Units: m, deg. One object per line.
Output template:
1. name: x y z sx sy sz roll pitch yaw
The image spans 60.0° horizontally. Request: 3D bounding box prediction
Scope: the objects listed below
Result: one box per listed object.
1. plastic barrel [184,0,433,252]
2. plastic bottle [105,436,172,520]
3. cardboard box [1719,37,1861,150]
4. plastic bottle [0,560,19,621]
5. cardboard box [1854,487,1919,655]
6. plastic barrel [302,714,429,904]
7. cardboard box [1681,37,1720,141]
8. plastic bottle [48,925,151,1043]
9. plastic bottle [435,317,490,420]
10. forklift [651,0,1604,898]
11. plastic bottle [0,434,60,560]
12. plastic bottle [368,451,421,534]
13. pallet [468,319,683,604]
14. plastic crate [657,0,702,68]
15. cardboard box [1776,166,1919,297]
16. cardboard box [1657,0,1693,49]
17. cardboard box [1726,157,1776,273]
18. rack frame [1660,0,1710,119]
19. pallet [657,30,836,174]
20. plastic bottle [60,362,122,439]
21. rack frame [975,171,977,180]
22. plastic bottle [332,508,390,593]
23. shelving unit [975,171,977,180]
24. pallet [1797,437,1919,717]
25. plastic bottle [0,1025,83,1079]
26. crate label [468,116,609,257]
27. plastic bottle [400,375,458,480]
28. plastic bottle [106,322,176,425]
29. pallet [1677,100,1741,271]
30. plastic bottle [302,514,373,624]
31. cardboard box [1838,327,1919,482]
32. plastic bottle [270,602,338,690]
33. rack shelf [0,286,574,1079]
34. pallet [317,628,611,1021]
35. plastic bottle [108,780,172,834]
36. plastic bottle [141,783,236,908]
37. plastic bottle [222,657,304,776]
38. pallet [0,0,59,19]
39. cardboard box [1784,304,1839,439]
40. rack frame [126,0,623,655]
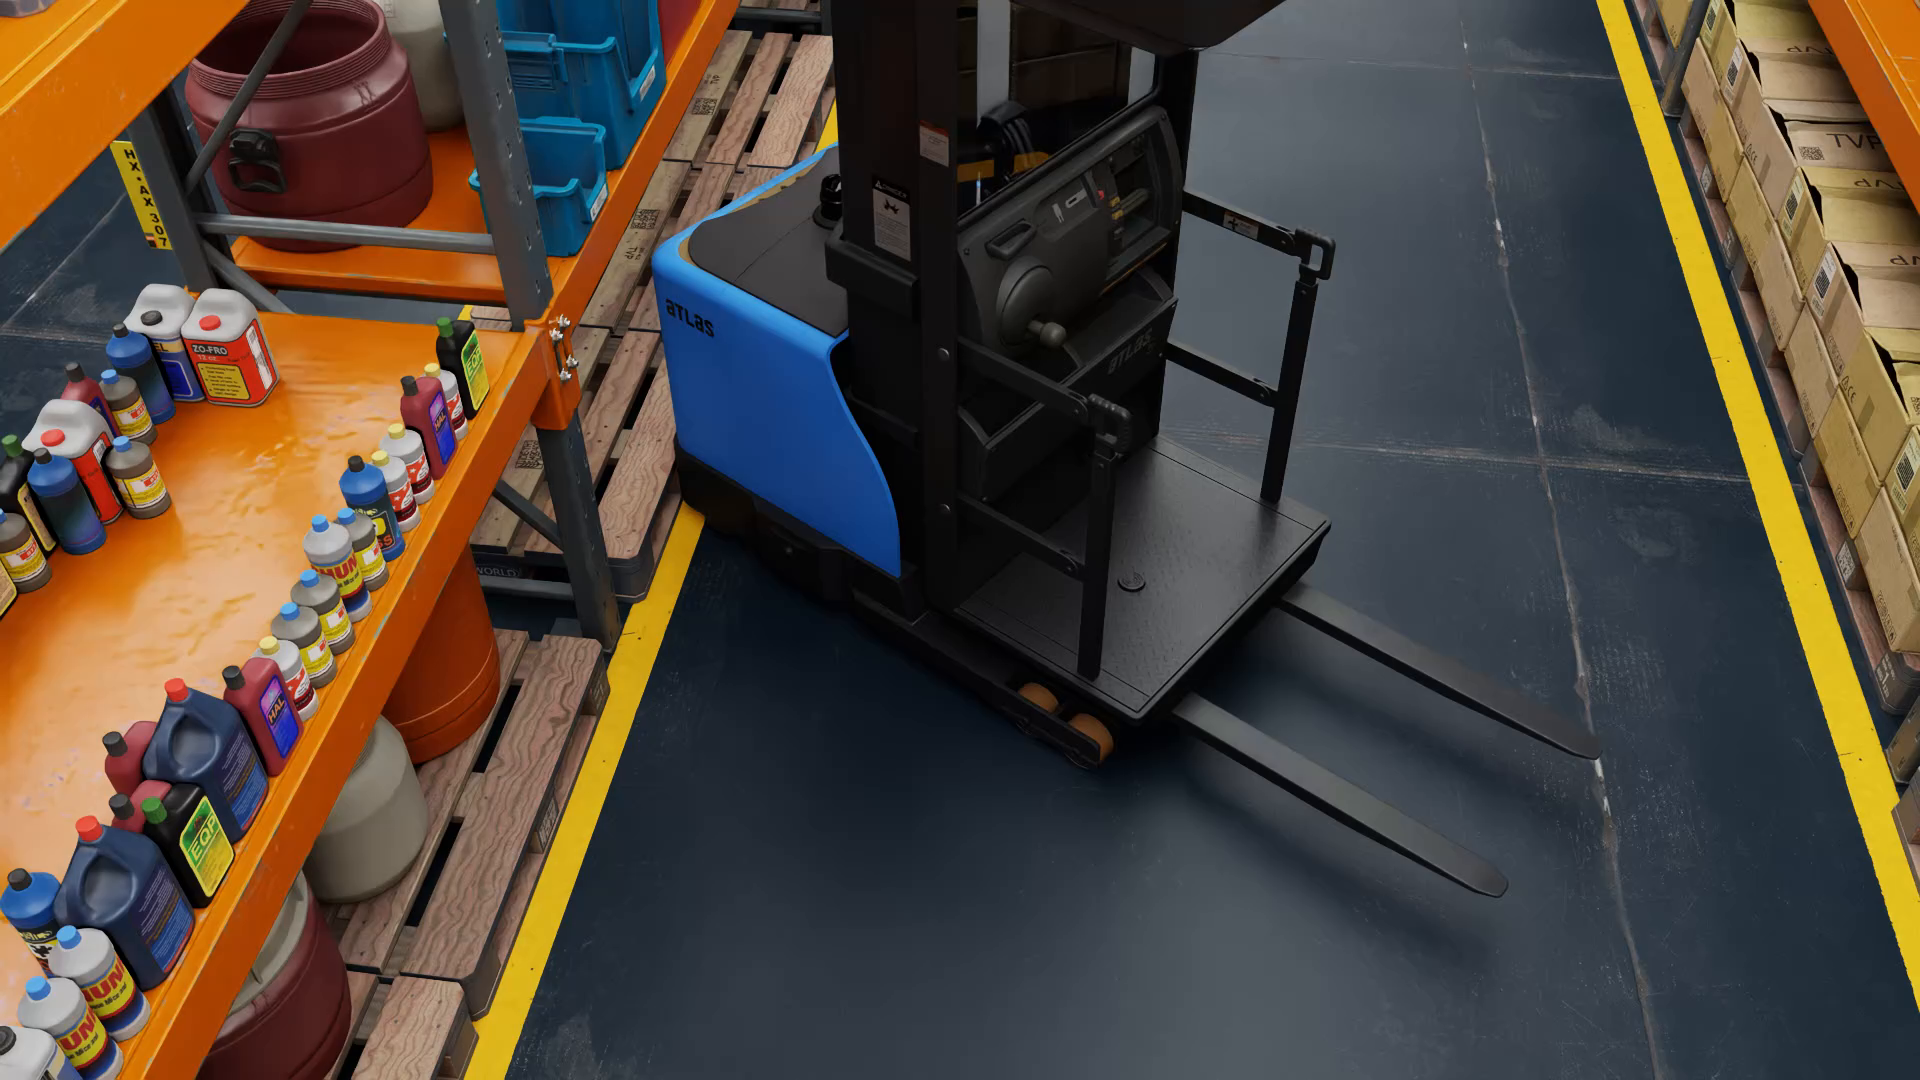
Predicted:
1. plastic barrel: -1.848 -1.199 4.736 0.600 0.536 0.708 5 44 6
2. plastic bottle: -1.921 -0.154 3.876 0.097 0.201 0.097 0 43 0
3. cardboard box: 3.456 -1.837 6.795 0.500 0.311 0.500 5 44 5
4. plastic bottle: -2.141 0.062 3.588 0.061 0.283 0.133 5 44 6
5. cardboard box: 3.128 0.112 5.144 0.500 0.250 0.500 6 44 7
6. plastic barrel: -1.643 0.673 4.362 0.421 0.512 0.421 0 43 0
7. cardboard box: 3.530 -1.981 7.355 0.500 0.250 0.500 4 44 5
8. plastic bottle: -1.490 0.754 2.866 0.097 0.271 0.097 0 43 0
9. plastic bottle: -1.239 -0.449 4.128 0.061 0.283 0.133 5 44 6
10. forklift: 0.481 -0.791 4.453 3.031 2.935 1.130 30 51 28
11. plastic bottle: -2.111 -0.096 3.754 0.061 0.283 0.133 5 44 6
12. plastic bottle: -1.316 -0.119 3.838 0.097 0.201 0.097 0 43 0
13. pallet: -1.468 -0.318 5.932 1.003 0.211 1.213 5 44 6
14. plastic crate: -1.092 -1.903 5.531 0.402 0.464 0.583 5 44 6
15. cardboard box: 3.326 -1.130 6.048 0.500 0.311 0.500 6 44 7
16. cardboard box: 3.674 -2.569 7.976 0.500 0.250 0.500 5 44 6
17. cardboard box: 3.396 -1.279 6.614 0.500 0.250 0.500 4 44 4
18. rack frame: 3.829 -3.079 6.820 1.000 3.000 0.127 5 44 6
19. pallet: -1.145 -1.981 7.688 1.003 0.211 1.213 5 44 6
20. plastic bottle: -2.075 -0.278 3.947 0.061 0.283 0.133 5 44 6
21. rack frame: 0.046 -1.108 6.156 0.008 1.050 0.200 -5 44 -5
22. plastic bottle: -1.342 0.014 3.698 0.097 0.201 0.097 0 43 0
23. shelving unit: -0.076 -1.098 6.146 0.252 1.050 0.215 -5 44 -5
24. pallet: 3.448 0.102 5.489 1.003 0.211 1.213 5 44 6
25. plastic bottle: -1.546 0.895 2.713 0.152 0.276 0.135 5 44 6
26. crate label: -1.182 -0.998 4.744 0.303 0.233 0.416 5 44 6
27. plastic bottle: -1.270 -0.292 3.961 0.061 0.283 0.133 5 44 6
28. plastic bottle: -2.029 -0.417 4.103 0.097 0.271 0.097 0 43 0
29. pallet: 3.771 -1.561 7.245 1.003 0.211 1.213 5 44 6
30. plastic bottle: -1.355 0.055 3.604 0.097 0.271 0.097 0 43 0
31. cardboard box: 3.188 -0.445 5.325 0.500 0.311 0.500 5 44 5
32. plastic bottle: -1.380 0.213 3.488 0.097 0.201 0.097 0 43 0
33. rack shelf: -1.873 0.818 3.227 1.077 0.370 4.000 5 44 6
34. pallet: -1.672 0.748 4.807 1.003 0.211 1.213 5 44 6
35. plastic bottle: -1.493 0.541 3.082 0.061 0.283 0.133 5 44 6
36. plastic bottle: -1.433 0.547 3.076 0.061 0.283 0.133 5 44 6
37. plastic bottle: -1.391 0.330 3.305 0.061 0.283 0.133 5 44 6
38. pallet: -1.807 -1.314 2.912 1.003 0.211 1.213 5 44 6
39. cardboard box: 3.262 -0.582 5.878 0.500 0.250 0.500 6 44 6
40. rack frame: -1.609 -0.806 4.420 1.000 3.000 0.127 5 44 6
